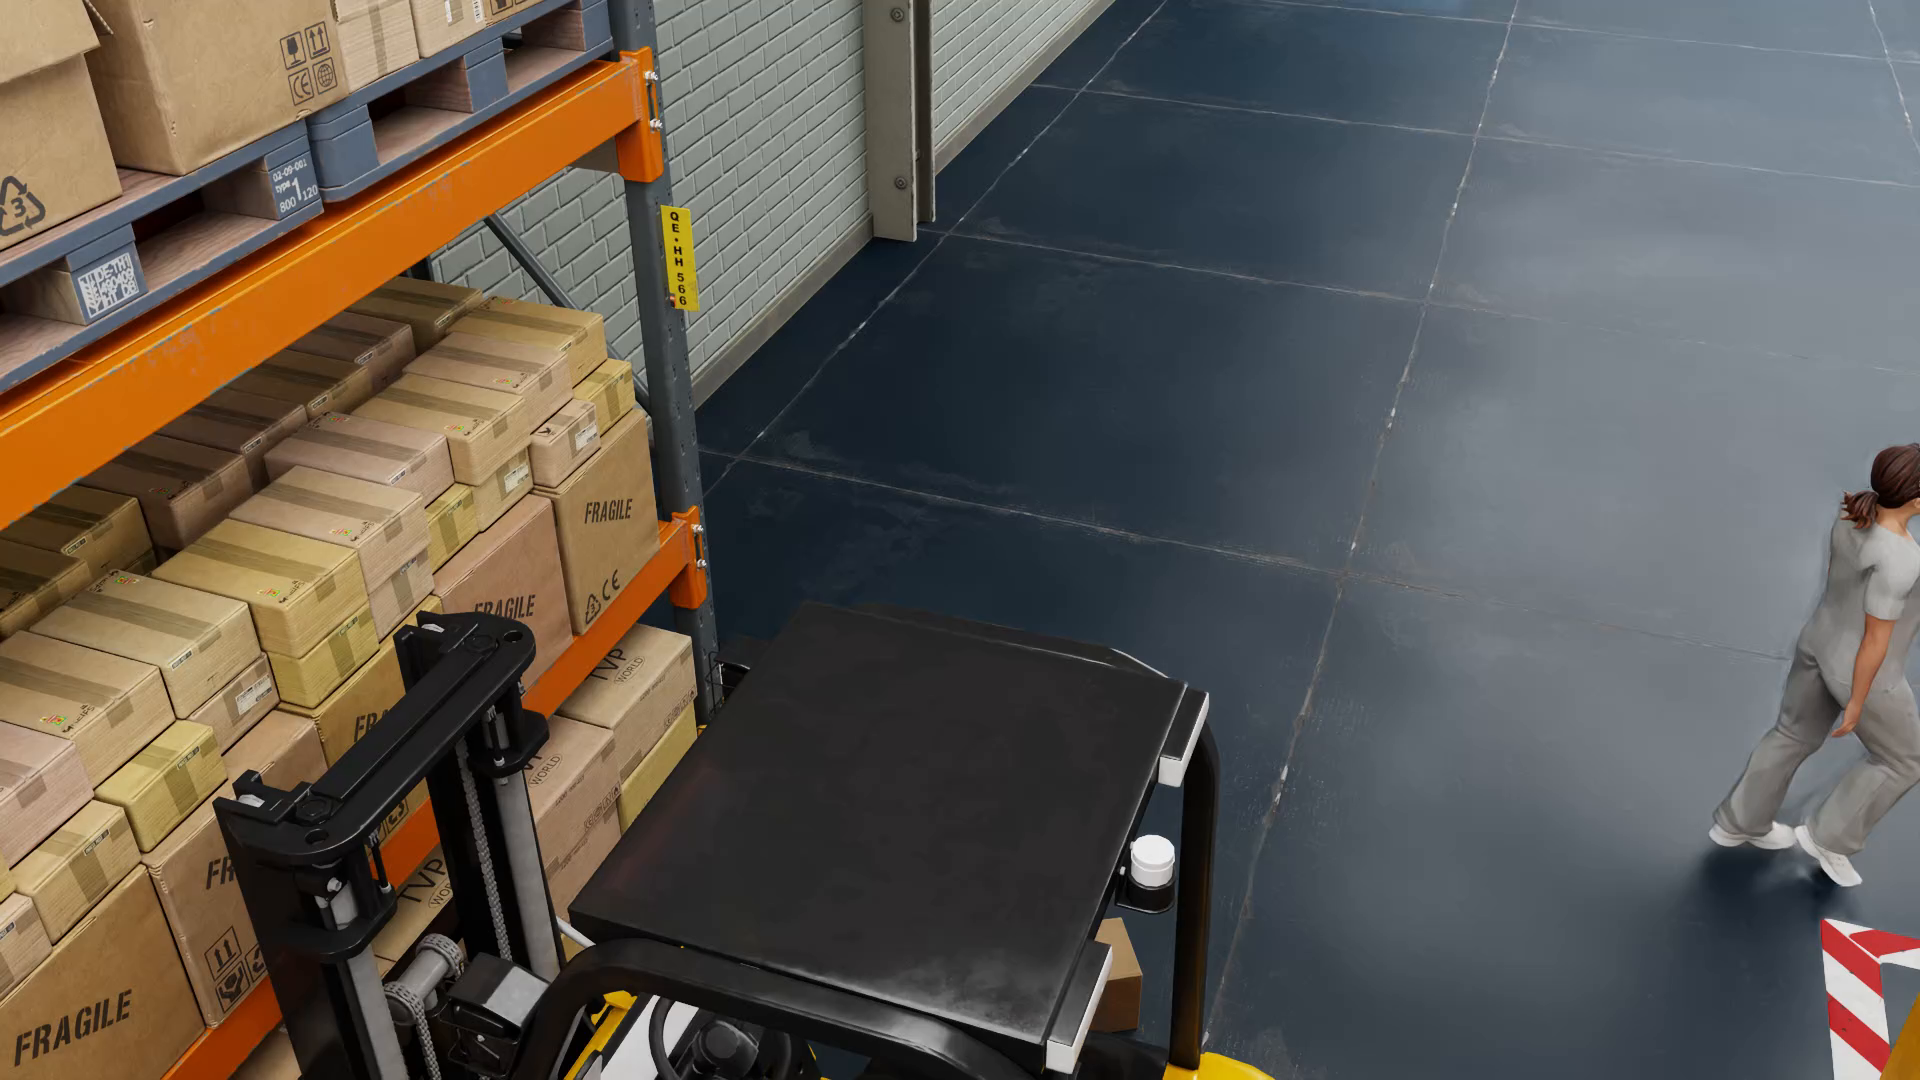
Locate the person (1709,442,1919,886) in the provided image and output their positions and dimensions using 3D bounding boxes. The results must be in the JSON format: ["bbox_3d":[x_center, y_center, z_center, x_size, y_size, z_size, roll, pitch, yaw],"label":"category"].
[{"bbox_3d":[2.943,0.433,5.500,0.520,1.721,0.475,-1,33,-1],"label":"person"}]
